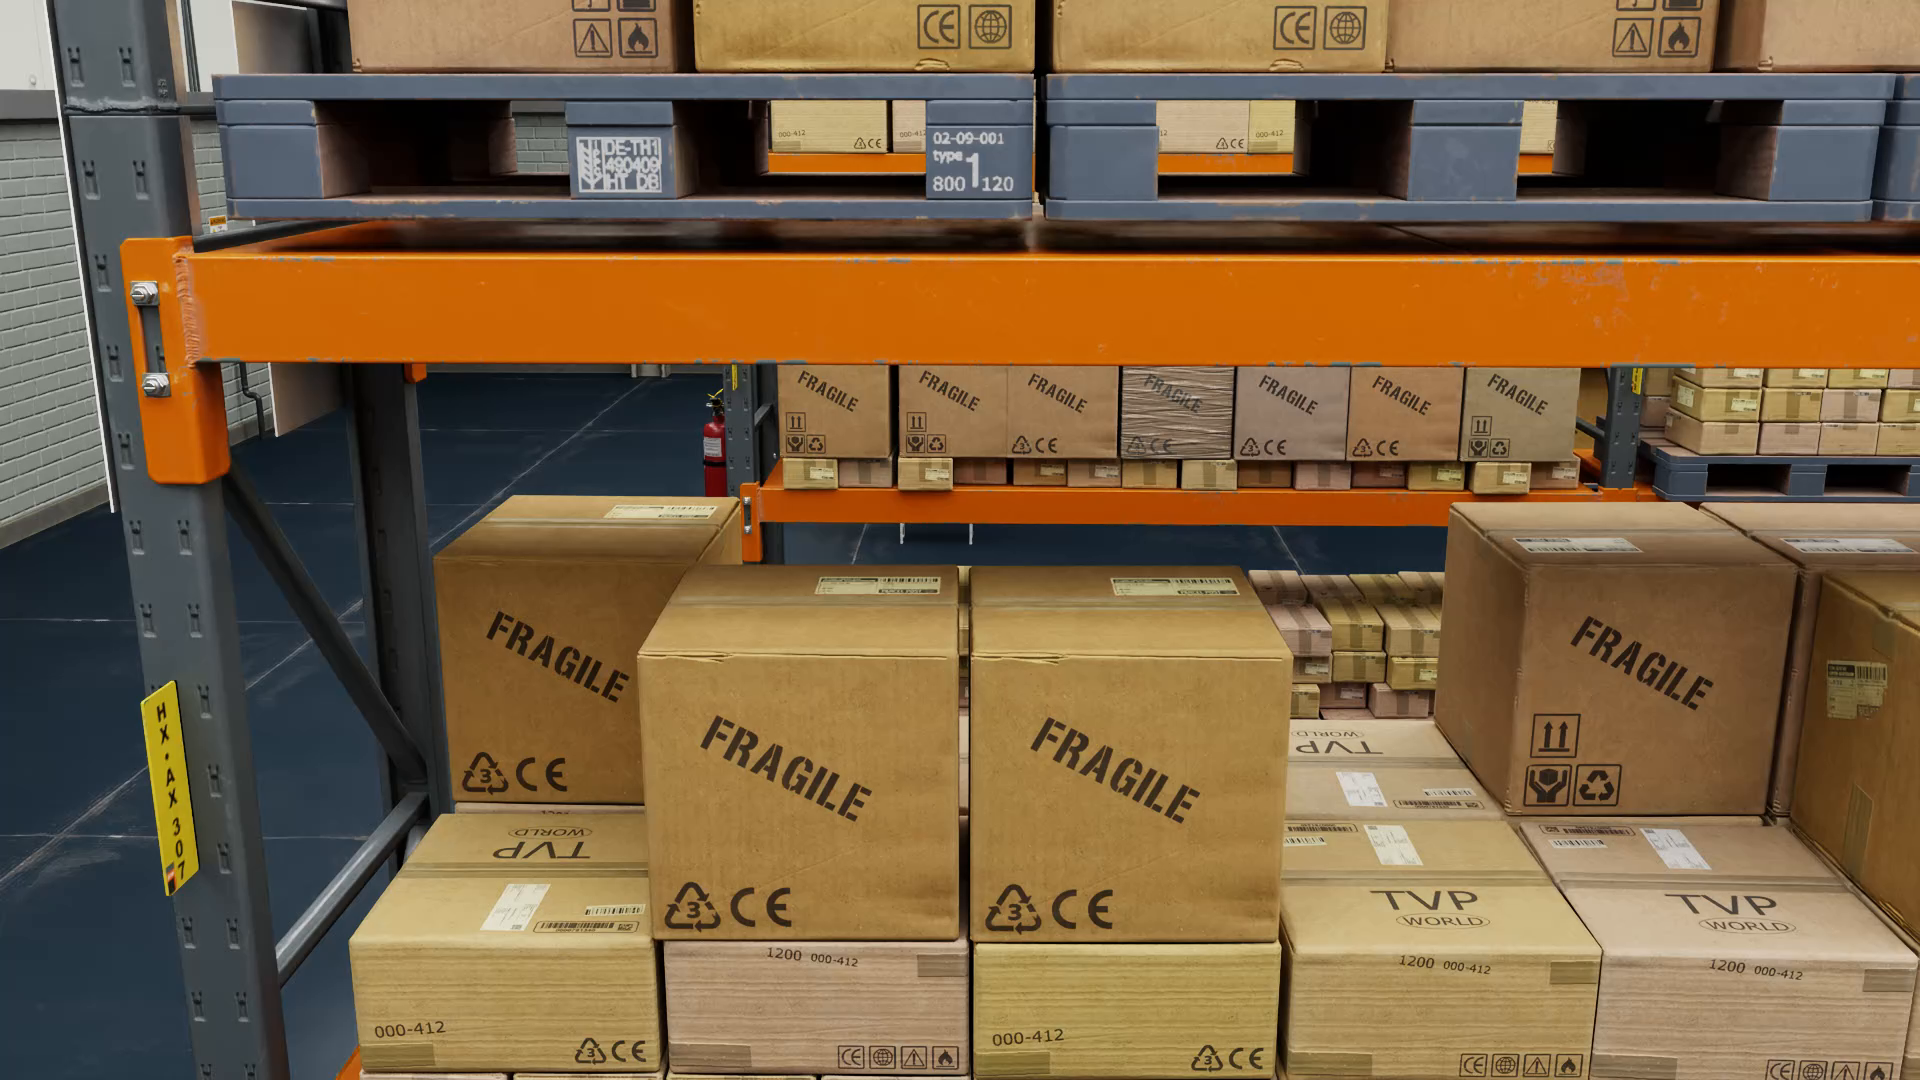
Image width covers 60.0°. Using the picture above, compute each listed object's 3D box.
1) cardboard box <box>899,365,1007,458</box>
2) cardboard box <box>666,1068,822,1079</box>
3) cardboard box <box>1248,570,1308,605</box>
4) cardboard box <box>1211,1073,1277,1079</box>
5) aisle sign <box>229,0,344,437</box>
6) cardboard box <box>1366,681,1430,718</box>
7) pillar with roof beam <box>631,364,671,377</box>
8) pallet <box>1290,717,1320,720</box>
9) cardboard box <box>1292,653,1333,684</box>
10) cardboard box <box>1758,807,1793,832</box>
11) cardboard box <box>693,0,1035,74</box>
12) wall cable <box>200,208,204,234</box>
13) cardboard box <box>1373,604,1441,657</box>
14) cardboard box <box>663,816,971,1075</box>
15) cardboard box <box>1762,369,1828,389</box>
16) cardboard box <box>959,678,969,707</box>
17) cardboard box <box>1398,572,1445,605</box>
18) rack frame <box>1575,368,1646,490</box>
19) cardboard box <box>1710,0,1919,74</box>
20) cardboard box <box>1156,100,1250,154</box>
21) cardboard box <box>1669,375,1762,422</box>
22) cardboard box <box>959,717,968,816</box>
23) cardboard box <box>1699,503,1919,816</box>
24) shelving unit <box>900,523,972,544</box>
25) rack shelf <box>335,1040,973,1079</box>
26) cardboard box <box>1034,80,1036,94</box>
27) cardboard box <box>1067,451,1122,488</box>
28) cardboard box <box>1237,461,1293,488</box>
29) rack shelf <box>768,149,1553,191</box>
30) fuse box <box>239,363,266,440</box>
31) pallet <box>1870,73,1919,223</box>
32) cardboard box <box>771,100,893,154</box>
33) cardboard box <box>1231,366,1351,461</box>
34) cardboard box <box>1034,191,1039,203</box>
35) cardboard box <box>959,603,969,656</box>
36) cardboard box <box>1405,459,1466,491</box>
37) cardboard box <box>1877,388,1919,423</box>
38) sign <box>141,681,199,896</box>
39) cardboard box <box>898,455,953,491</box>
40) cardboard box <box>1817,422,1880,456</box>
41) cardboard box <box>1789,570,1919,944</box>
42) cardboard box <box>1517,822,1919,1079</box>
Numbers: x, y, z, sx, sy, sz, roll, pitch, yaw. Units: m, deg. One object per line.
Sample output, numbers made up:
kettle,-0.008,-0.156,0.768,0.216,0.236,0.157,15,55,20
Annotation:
cardboard box,-0.019,-0.679,7.753,0.500,0.500,0.500,0,15,2
cardboard box,-0.366,0.918,2.972,0.250,0.149,0.380,0,15,0
cardboard box,1.621,0.277,8.507,0.250,0.149,0.380,1,15,3
cardboard box,0.407,0.923,2.954,0.250,0.149,0.380,0,15,1
aisle sign,-1.289,-0.627,3.239,0.004,0.787,0.394,0,15,1
cardboard box,2.078,0.721,7.994,0.250,0.149,0.380,0,15,0
pillar with roof beam,-3.631,-5.136,13.667,0.400,9.000,9.100,0,15,1
pallet,1.107,0.815,8.337,1.213,0.211,1.003,0,15,1
cardboard box,1.636,0.561,8.017,0.250,0.149,0.380,1,15,3
cardboard box,1.814,0.588,3.443,0.500,0.250,0.500,0,15,1
cardboard box,-0.144,-1.019,2.726,0.500,0.500,0.700,0,15,-1
wall cable,-6.584,-2.704,14.216,0.122,1.984,0.588,0,15,1
cardboard box,2.134,0.430,7.931,0.250,0.149,0.380,0,15,1
cardboard box,-0.232,0.710,2.981,0.500,0.250,0.500,0,15,1
cardboard box,3.663,-0.780,7.419,0.250,0.149,0.380,1,15,3
cardboard box,0.031,0.684,8.132,0.250,0.149,0.380,1,15,2
cardboard box,2.389,0.285,8.479,0.250,0.149,0.380,1,15,4
rack frame,3.002,-0.531,7.972,0.127,3.000,1.000,0,15,1
cardboard box,1.453,-1.011,2.697,0.500,0.500,0.700,1,15,4
cardboard box,1.003,-1.856,7.408,0.500,0.250,0.500,0,15,1
cardboard box,3.384,-0.636,7.458,0.250,0.149,0.380,1,15,2
cardboard box,-0.226,0.575,3.491,0.500,0.250,0.500,0,15,0
cardboard box,1.810,0.226,3.344,0.500,0.500,0.500,0,15,1
shelving unit,-0.165,-0.581,11.691,0.503,1.200,0.258,0,15,1
rack shelf,0.775,1.068,3.321,4.000,0.370,1.077,0,15,1
cardboard box,0.462,-2.098,7.345,0.500,0.250,0.500,1,15,2
cardboard box,0.621,-0.360,7.815,0.250,0.149,0.380,0,15,0
cardboard box,1.402,-0.360,7.816,0.250,0.149,0.380,0,15,1
rack shelf,1.003,-1.646,7.730,4.000,0.370,1.077,0,15,1
fuse box,-6.409,-1.762,15.166,0.414,1.711,0.539,0,15,1
pallet,1.957,-0.682,2.839,1.213,0.211,1.003,0,15,1
cardboard box,-0.555,-1.867,7.449,0.500,0.250,0.500,1,15,3
cardboard box,1.495,-0.661,7.688,0.500,0.500,0.500,0,15,1
cardboard box,0.673,-2.580,12.312,0.250,0.149,0.380,1,15,2
cardboard box,0.046,0.426,7.943,0.250,0.149,0.380,0,15,1
cardboard box,2.184,-0.342,7.750,0.250,0.149,0.380,1,15,4
cardboard box,4.161,-0.632,7.442,0.250,0.149,0.380,0,15,-1
sign,-1.245,0.392,2.622,0.005,0.325,0.100,0,15,1
cardboard box,-0.158,-0.343,7.753,0.250,0.149,0.380,0,15,0
cardboard box,3.911,-0.490,7.485,0.250,0.149,0.380,0,15,2
cardboard box,1.807,0.360,2.835,0.500,0.500,0.500,1,15,2
cardboard box,1.298,0.720,2.941,0.500,0.250,0.500,1,15,3
